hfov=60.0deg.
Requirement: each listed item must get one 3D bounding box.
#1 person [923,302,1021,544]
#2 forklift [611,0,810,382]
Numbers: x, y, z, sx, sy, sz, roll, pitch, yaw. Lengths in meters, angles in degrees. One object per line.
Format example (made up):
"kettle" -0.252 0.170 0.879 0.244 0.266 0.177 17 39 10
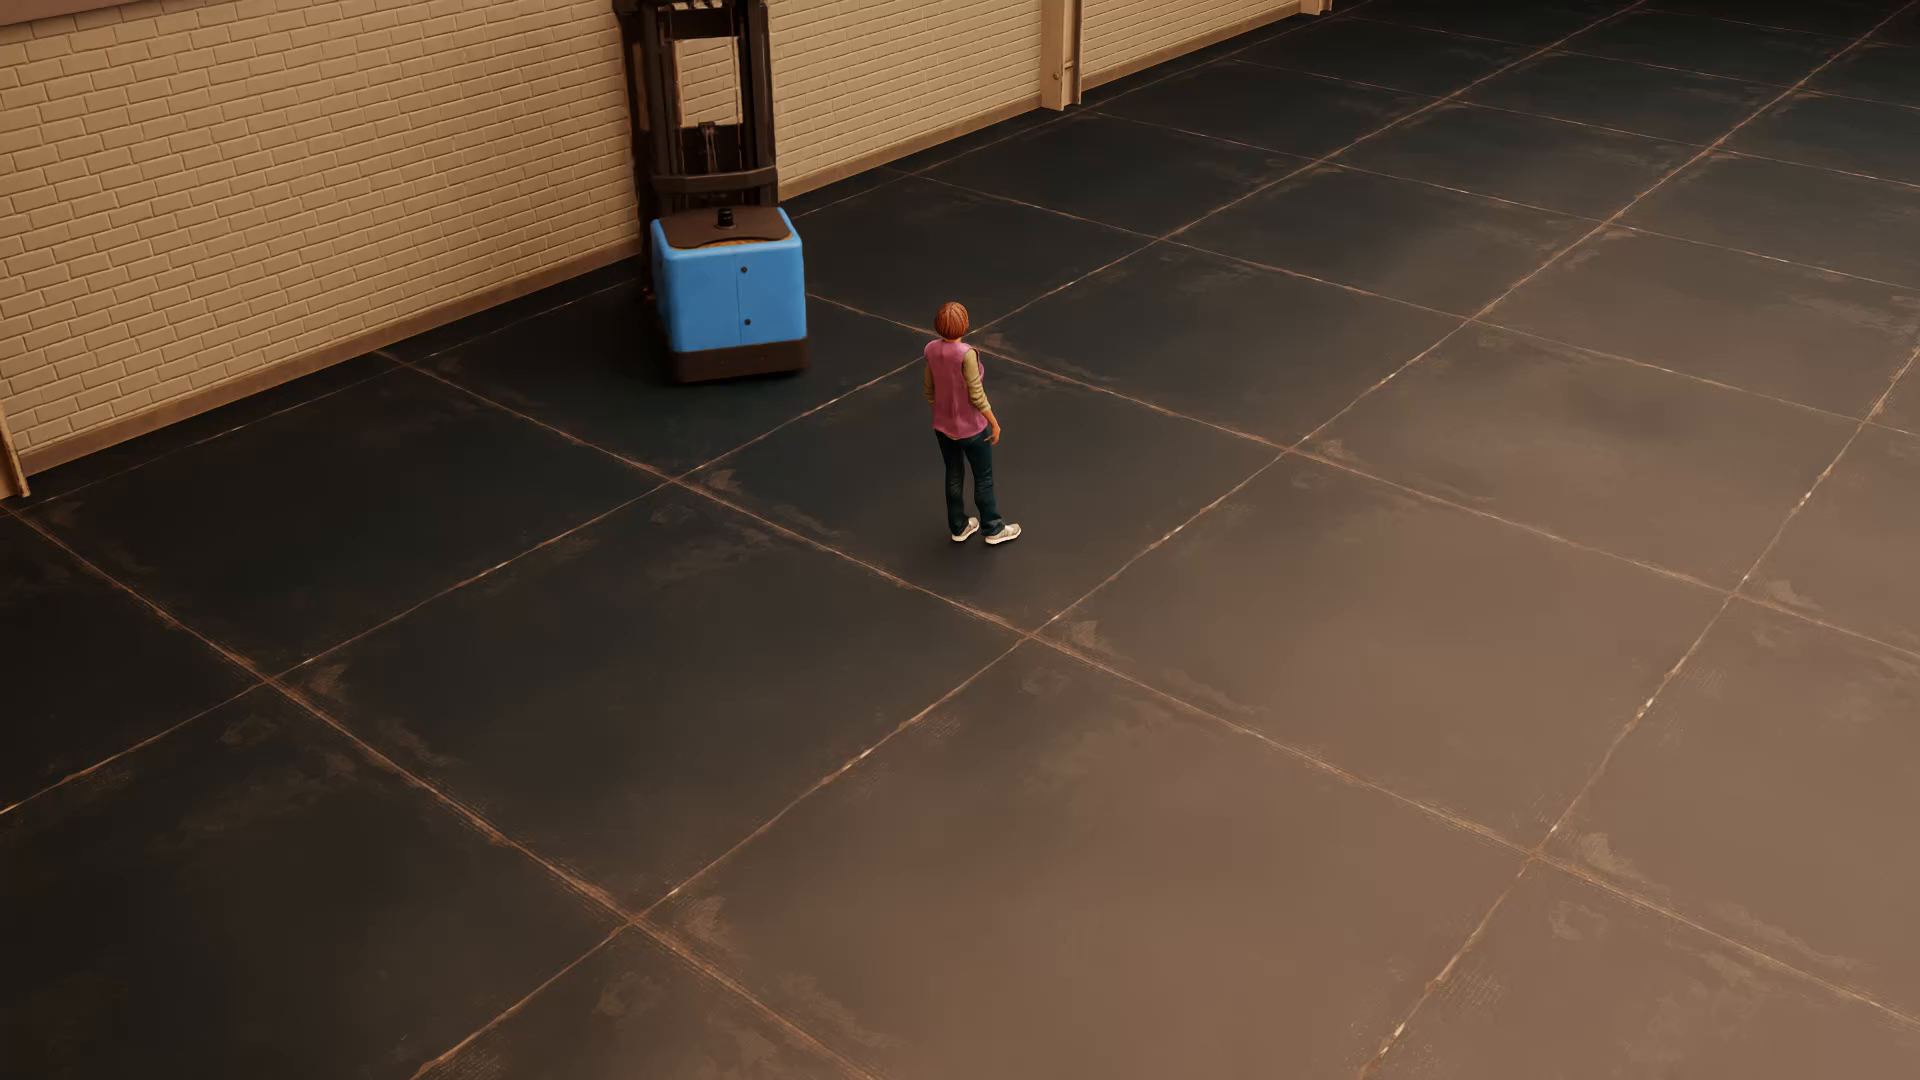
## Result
"person" 0.057 -0.680 10.158 0.520 1.504 0.476 22 37 33
"forklift" -2.039 -3.170 13.019 1.130 2.935 3.031 -8 31 -14
